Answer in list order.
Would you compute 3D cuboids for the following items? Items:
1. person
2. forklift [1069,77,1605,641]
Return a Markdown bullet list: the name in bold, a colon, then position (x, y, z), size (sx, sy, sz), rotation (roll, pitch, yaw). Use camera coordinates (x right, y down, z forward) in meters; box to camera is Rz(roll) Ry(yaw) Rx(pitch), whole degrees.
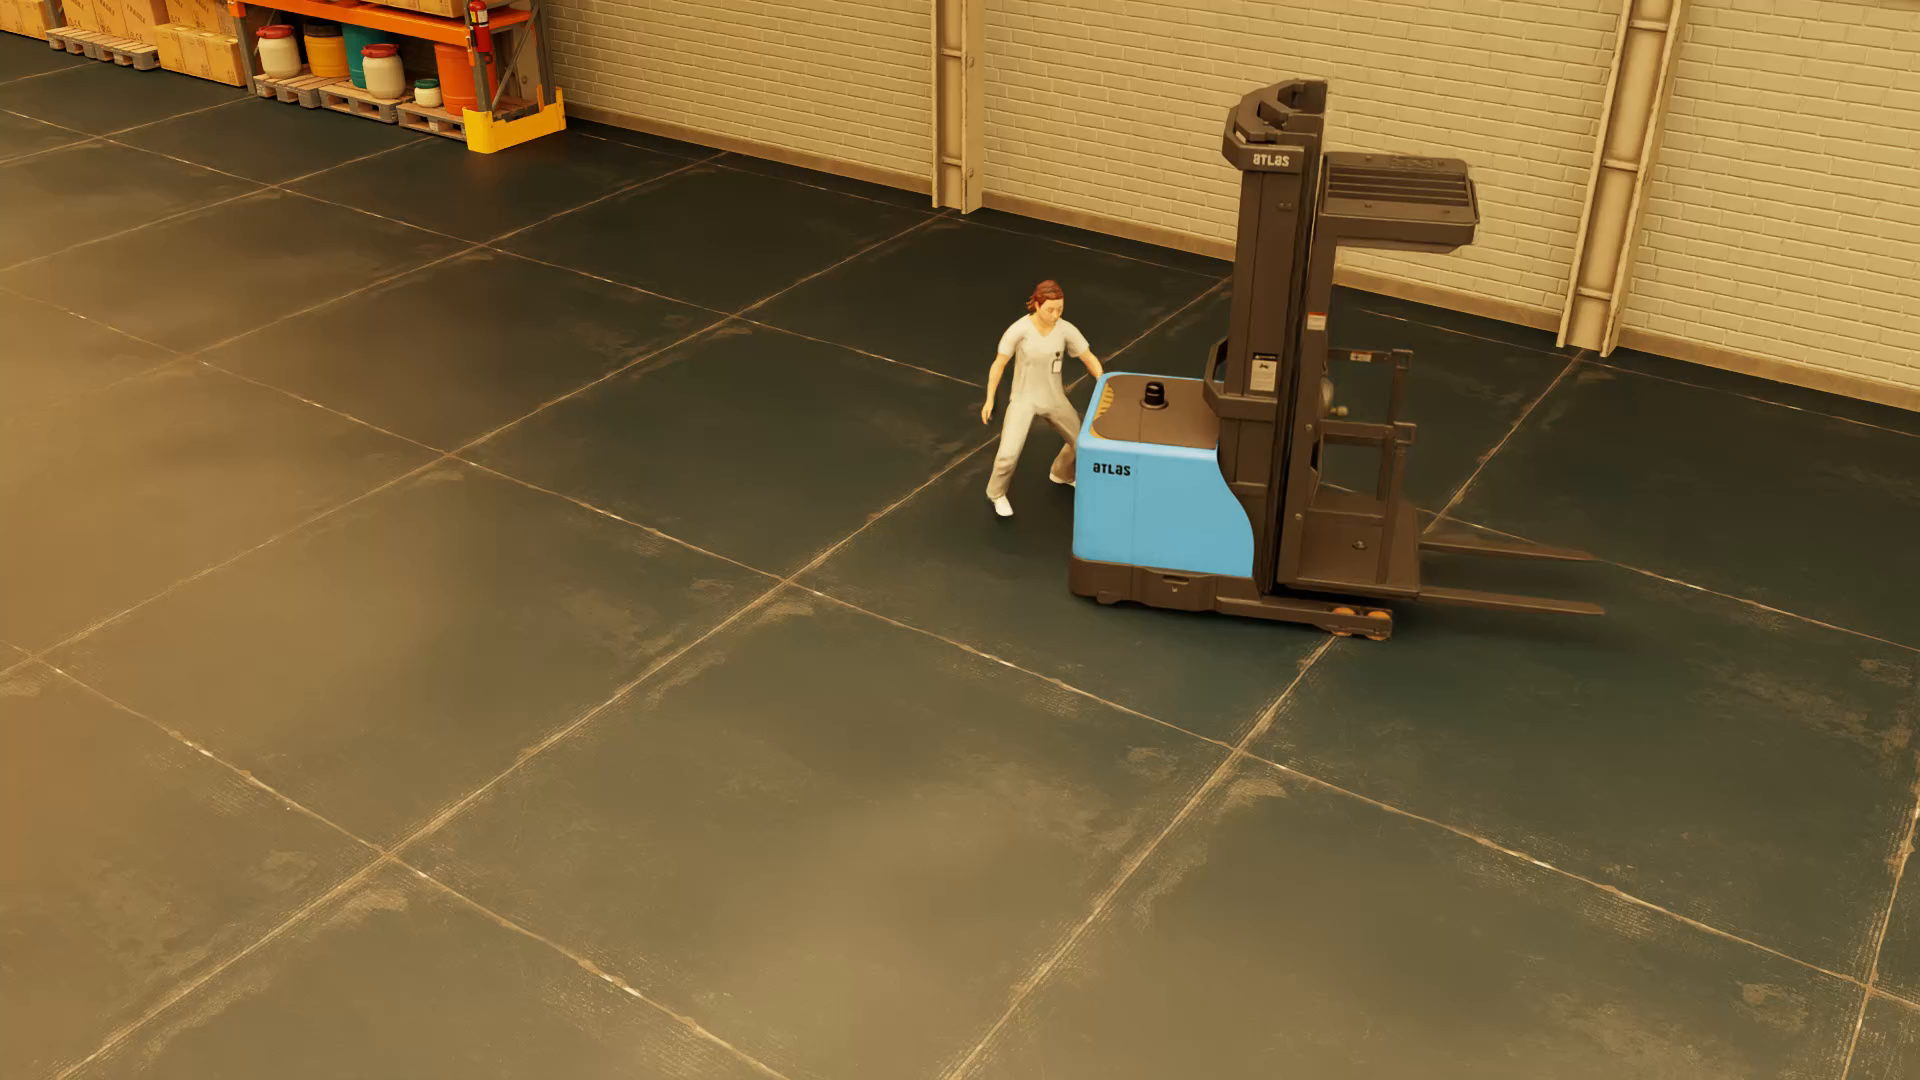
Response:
- **person**: position (0.543, -0.897, 10.541), size (0.849, 1.558, 0.658), rotation (-6, 31, -11)
- **forklift**: position (2.218, -0.985, 9.278), size (3.031, 2.935, 1.130), rotation (6, 31, 11)
